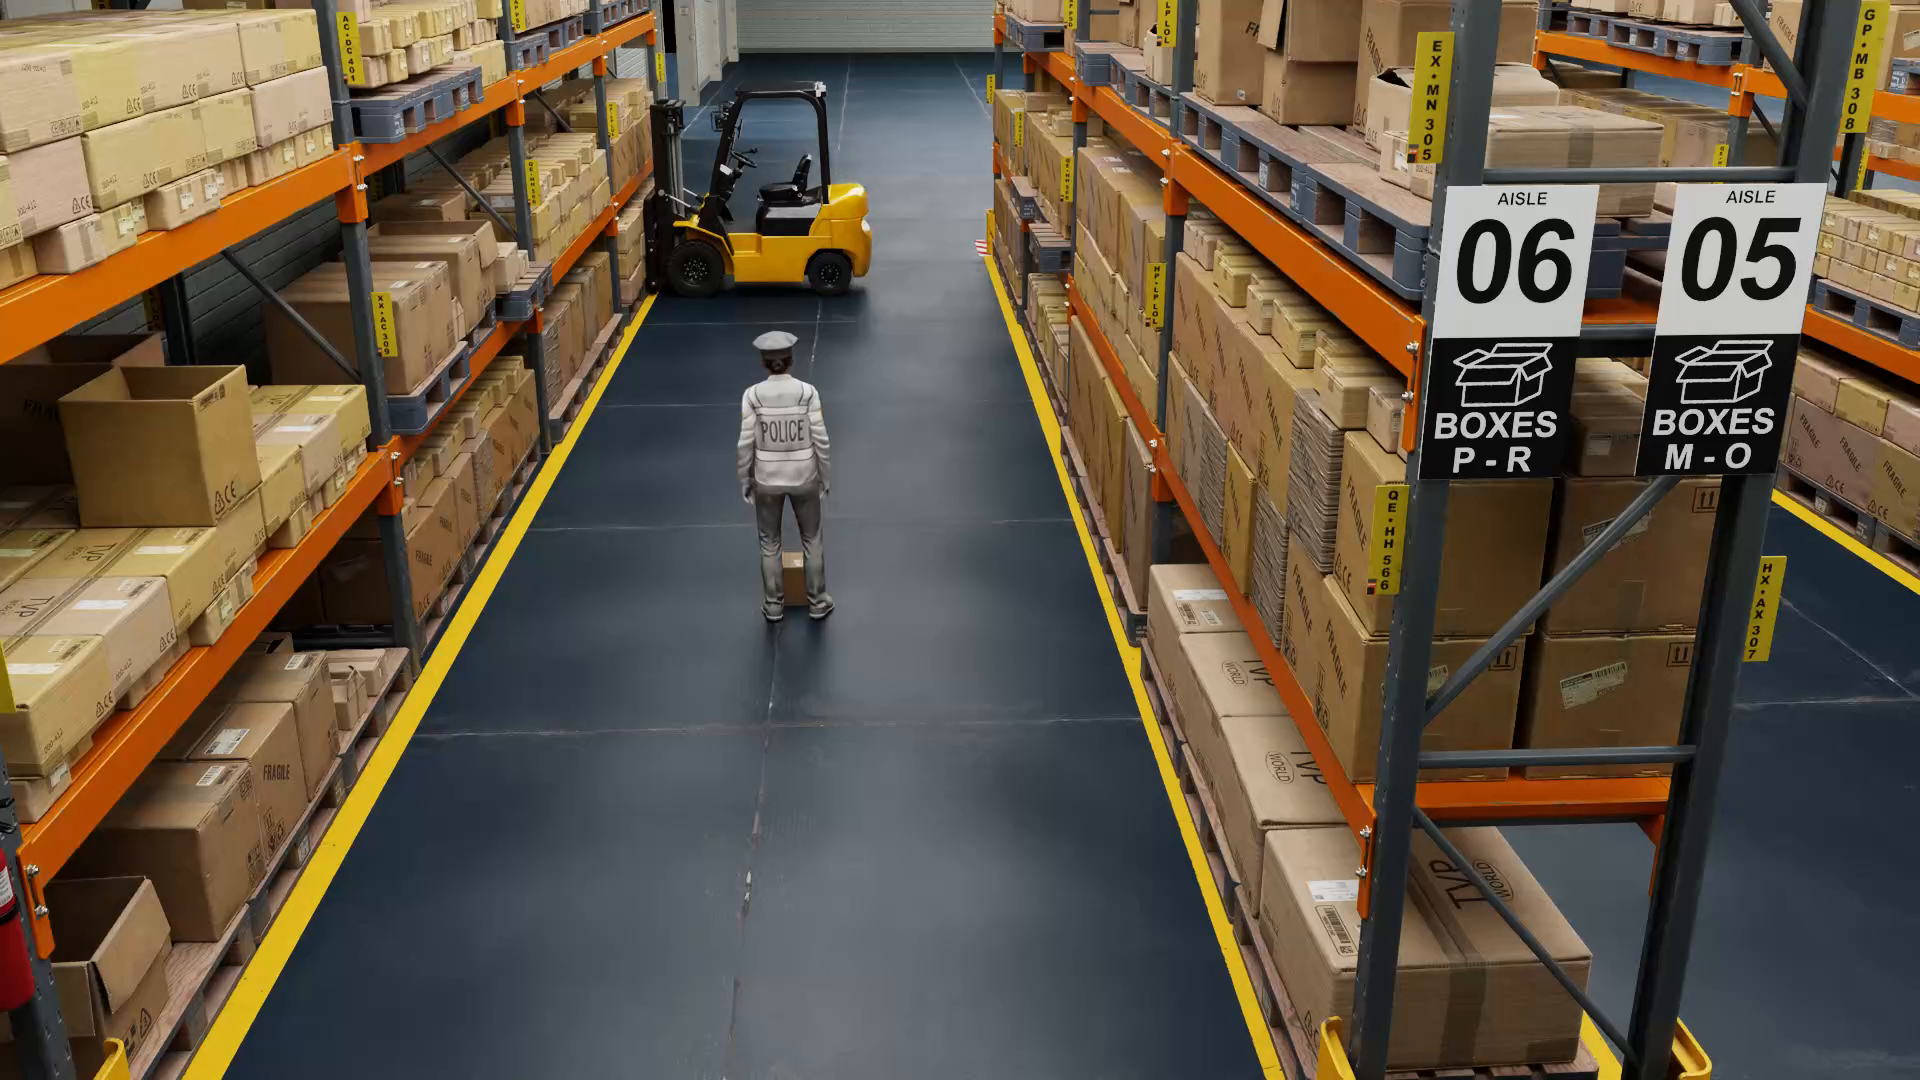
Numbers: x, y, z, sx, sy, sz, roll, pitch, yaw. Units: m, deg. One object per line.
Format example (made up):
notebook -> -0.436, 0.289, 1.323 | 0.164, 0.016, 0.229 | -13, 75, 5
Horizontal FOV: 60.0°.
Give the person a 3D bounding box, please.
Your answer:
person -> -0.989, -0.341, 9.485 | 0.528, 1.663, 0.375 | -1, 21, -3
